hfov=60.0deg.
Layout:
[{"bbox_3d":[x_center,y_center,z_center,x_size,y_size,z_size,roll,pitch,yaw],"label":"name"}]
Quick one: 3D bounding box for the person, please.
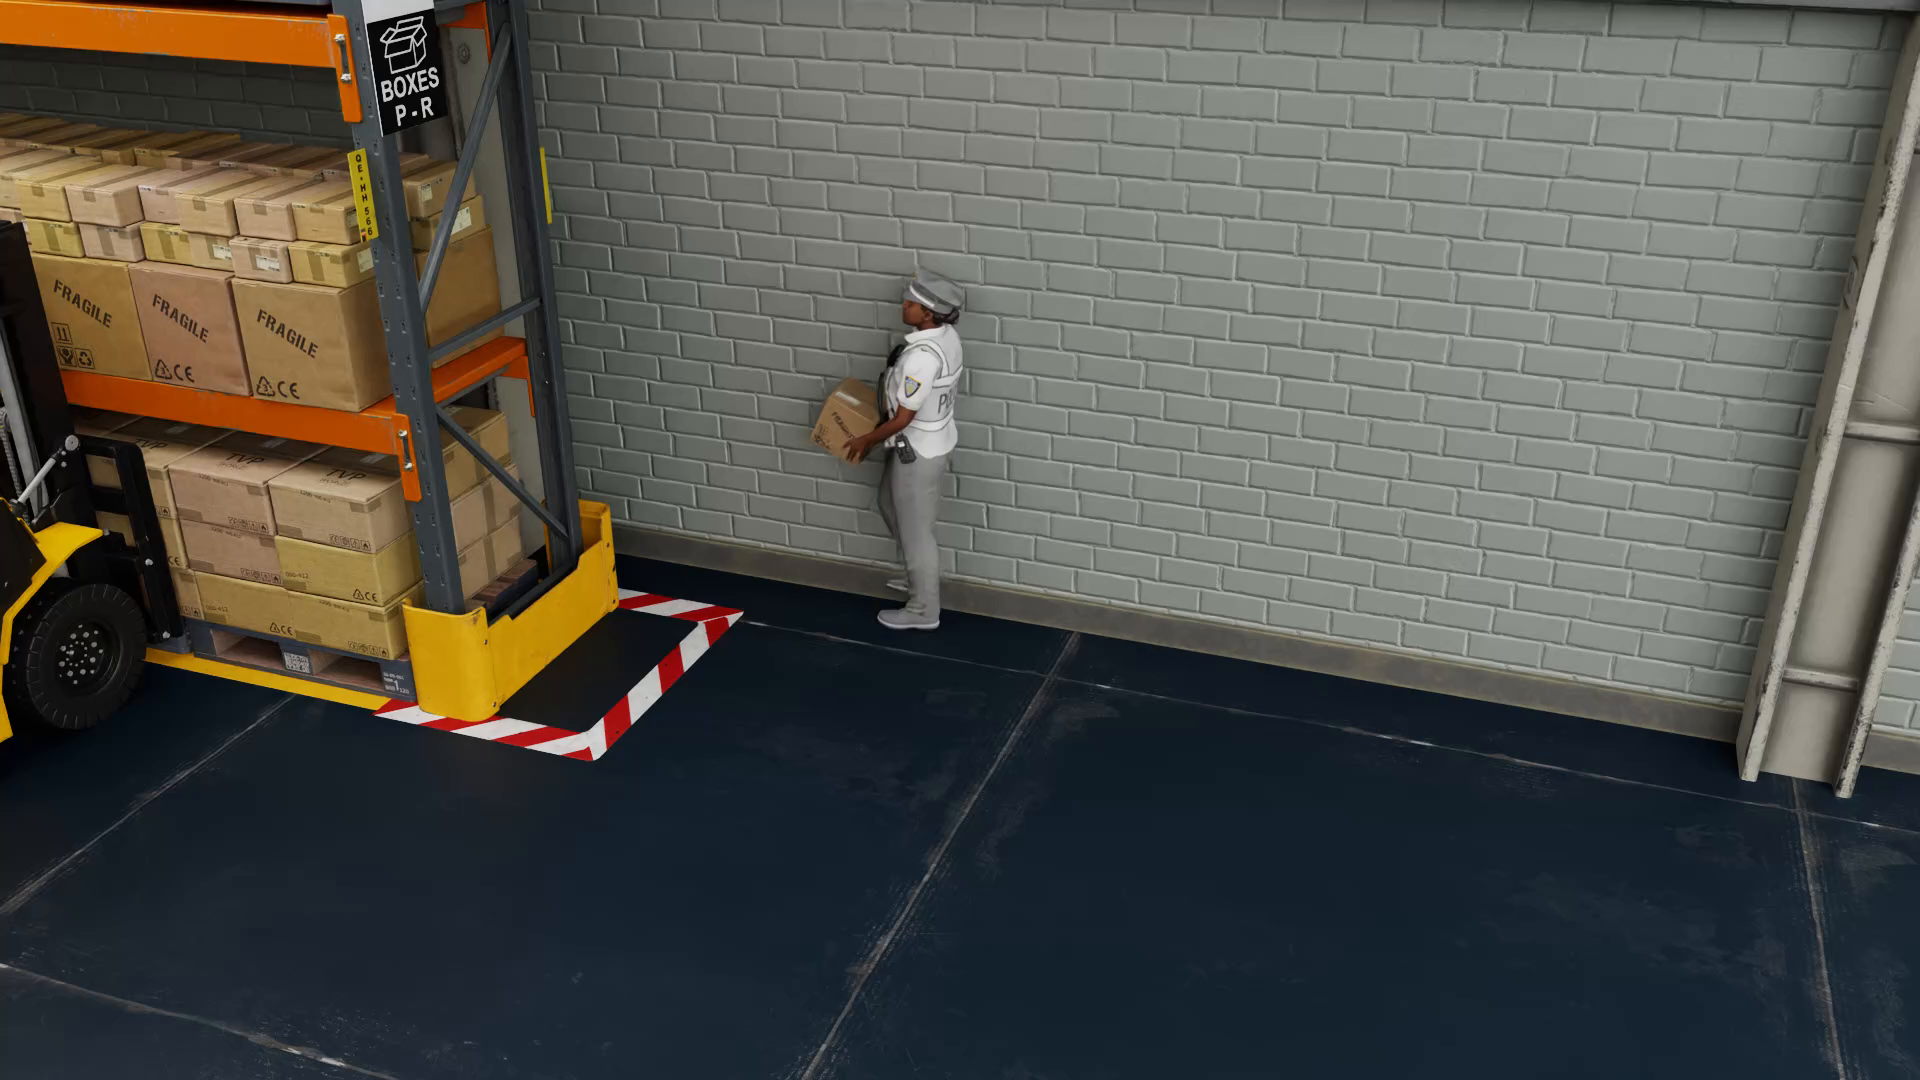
[{"bbox_3d":[-0.236,-0.406,7.398,0.526,1.699,0.489,6,26,12],"label":"person"}]
